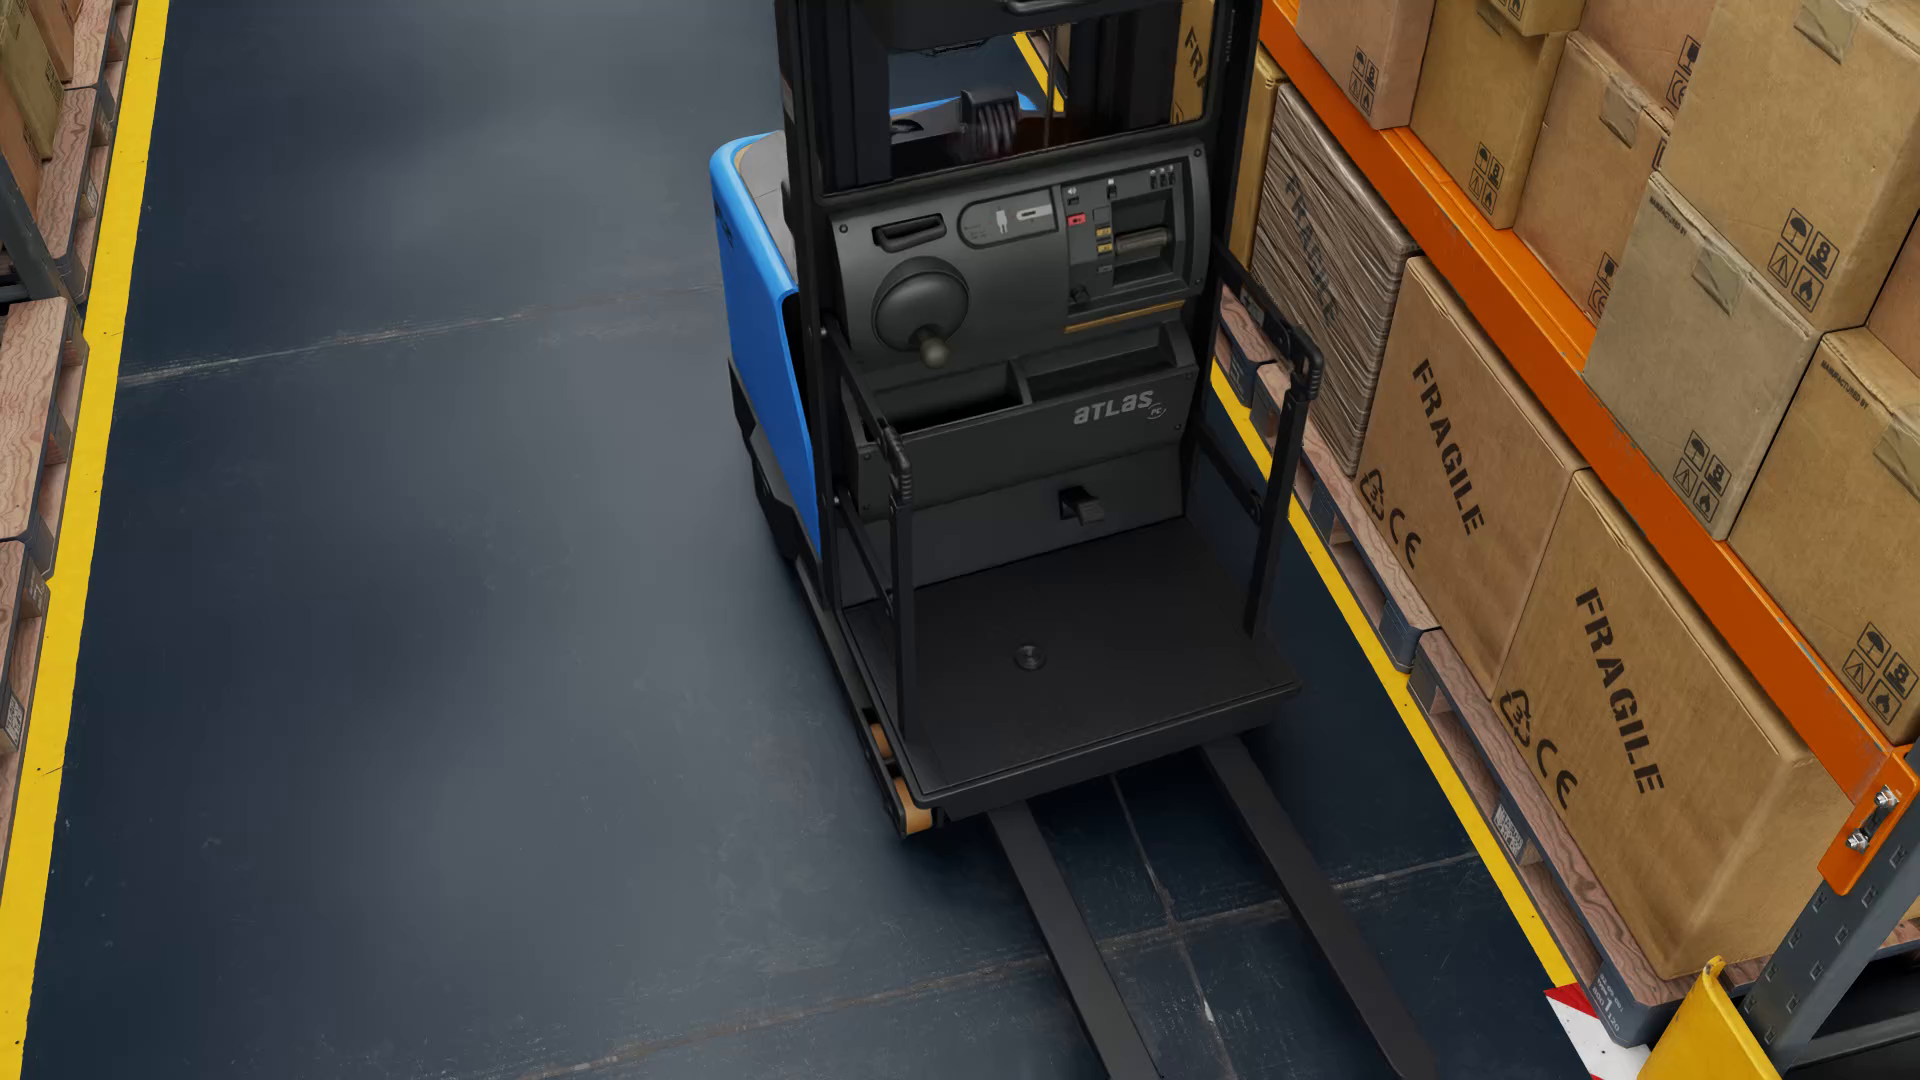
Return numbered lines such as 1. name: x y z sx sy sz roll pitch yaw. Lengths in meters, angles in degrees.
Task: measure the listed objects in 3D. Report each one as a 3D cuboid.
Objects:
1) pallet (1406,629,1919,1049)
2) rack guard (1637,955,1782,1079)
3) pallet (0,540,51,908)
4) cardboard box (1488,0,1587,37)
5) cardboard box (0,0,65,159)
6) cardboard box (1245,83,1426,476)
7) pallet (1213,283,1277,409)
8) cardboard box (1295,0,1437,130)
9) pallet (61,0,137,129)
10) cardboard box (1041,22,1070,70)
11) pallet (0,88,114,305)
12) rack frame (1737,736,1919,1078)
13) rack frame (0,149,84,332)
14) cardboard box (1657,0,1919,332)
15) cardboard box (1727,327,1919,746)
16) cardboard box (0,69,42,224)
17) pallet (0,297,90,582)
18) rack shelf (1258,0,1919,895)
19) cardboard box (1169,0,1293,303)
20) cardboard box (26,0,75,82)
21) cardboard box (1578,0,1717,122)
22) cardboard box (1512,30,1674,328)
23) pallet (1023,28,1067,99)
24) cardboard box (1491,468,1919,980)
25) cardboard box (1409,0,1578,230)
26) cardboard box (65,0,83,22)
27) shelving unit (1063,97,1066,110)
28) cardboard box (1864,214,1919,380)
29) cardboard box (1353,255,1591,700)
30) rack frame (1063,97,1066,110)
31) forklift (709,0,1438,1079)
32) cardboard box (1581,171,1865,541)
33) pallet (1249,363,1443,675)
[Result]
1. pallet: 1.924 0.660 4.455 1.003 0.211 1.213 -11 47 -10
2. rack guard: 2.210 1.114 3.809 1.175 0.500 0.348 -11 47 -10
3. pallet: -3.119 0.575 4.539 1.003 0.211 1.213 -11 47 -10
4. cardboard box: 1.643 -1.588 3.845 0.875 0.550 0.500 -11 47 -10
5. cardboard box: -3.881 -1.742 6.299 0.700 0.500 0.500 -11 47 -11
6. cardboard box: 1.508 -0.874 5.200 0.875 0.875 0.875 -10 46 -10
7. pallet: 1.299 -1.024 6.106 1.003 0.211 1.213 -11 47 -10
8. cardboard box: 1.473 -1.570 4.583 0.875 0.550 0.550 -11 47 -10
9. pallet: -4.157 -2.108 7.168 1.003 0.211 1.213 -11 47 -10
10. cardboard box: 0.934 -2.311 6.696 1.050 0.750 0.750 -11 47 -11
11. pallet: -3.841 -1.264 6.341 1.003 0.211 1.213 -11 47 -10
12. rack frame: 2.201 0.223 2.932 0.949 2.616 0.053 -11 47 -10
13. rack frame: -3.641 -1.703 4.818 1.000 3.000 0.127 -11 47 -10
14. cardboard box: 1.916 -0.835 3.107 0.875 0.550 0.550 -11 47 -10
15. cardboard box: 2.065 -0.078 3.122 0.875 0.550 0.550 -11 47 -10
16. cardboard box: -3.777 -1.409 5.973 0.700 0.500 0.500 -14 47 -13
17. pallet: -3.435 -0.269 5.366 1.003 0.211 1.213 -11 47 -10
18. rack shelf: 1.692 -0.907 4.542 1.077 0.370 4.000 -11 47 -10
19. cardboard box: 1.273 -1.496 5.809 0.875 0.875 0.875 -10 46 -10
20. cardboard box: -4.025 -2.128 6.678 0.700 0.500 0.500 -14 47 -14
21. cardboard box: 1.904 -1.246 3.510 0.875 0.550 0.550 -11 47 -10
22. cardboard box: 1.881 -0.864 3.891 0.875 0.550 0.550 -11 47 -10
23. pallet: 0.909 -2.083 7.143 1.003 0.211 1.213 -11 47 -10
24. cardboard box: 1.966 0.363 3.988 0.875 0.875 0.875 -10 47 -10
25. cardboard box: 1.706 -1.222 4.242 0.875 0.550 0.500 -11 47 -10
26. cardboard box: -4.168 -2.514 7.055 0.700 0.500 0.500 -7 46 -7
27. shelving unit: 0.419 -1.029 5.628 0.258 0.900 0.210 13 47 12
28. cardboard box: 2.146 -0.472 2.751 0.875 0.550 0.550 -11 47 -10
29. cardboard box: 1.739 -0.244 4.583 0.875 0.875 0.875 -11 47 -11
30. rack frame: 0.450 -1.098 5.696 0.240 0.900 0.006 13 47 12
31. forklift: 0.236 -0.578 3.765 1.130 2.935 3.031 -15 47 -14
32. cardboard box: 1.903 -0.454 3.490 0.875 0.550 0.550 -11 47 -10
33. pallet: 1.615 -0.180 5.279 1.003 0.211 1.213 -11 47 -10
